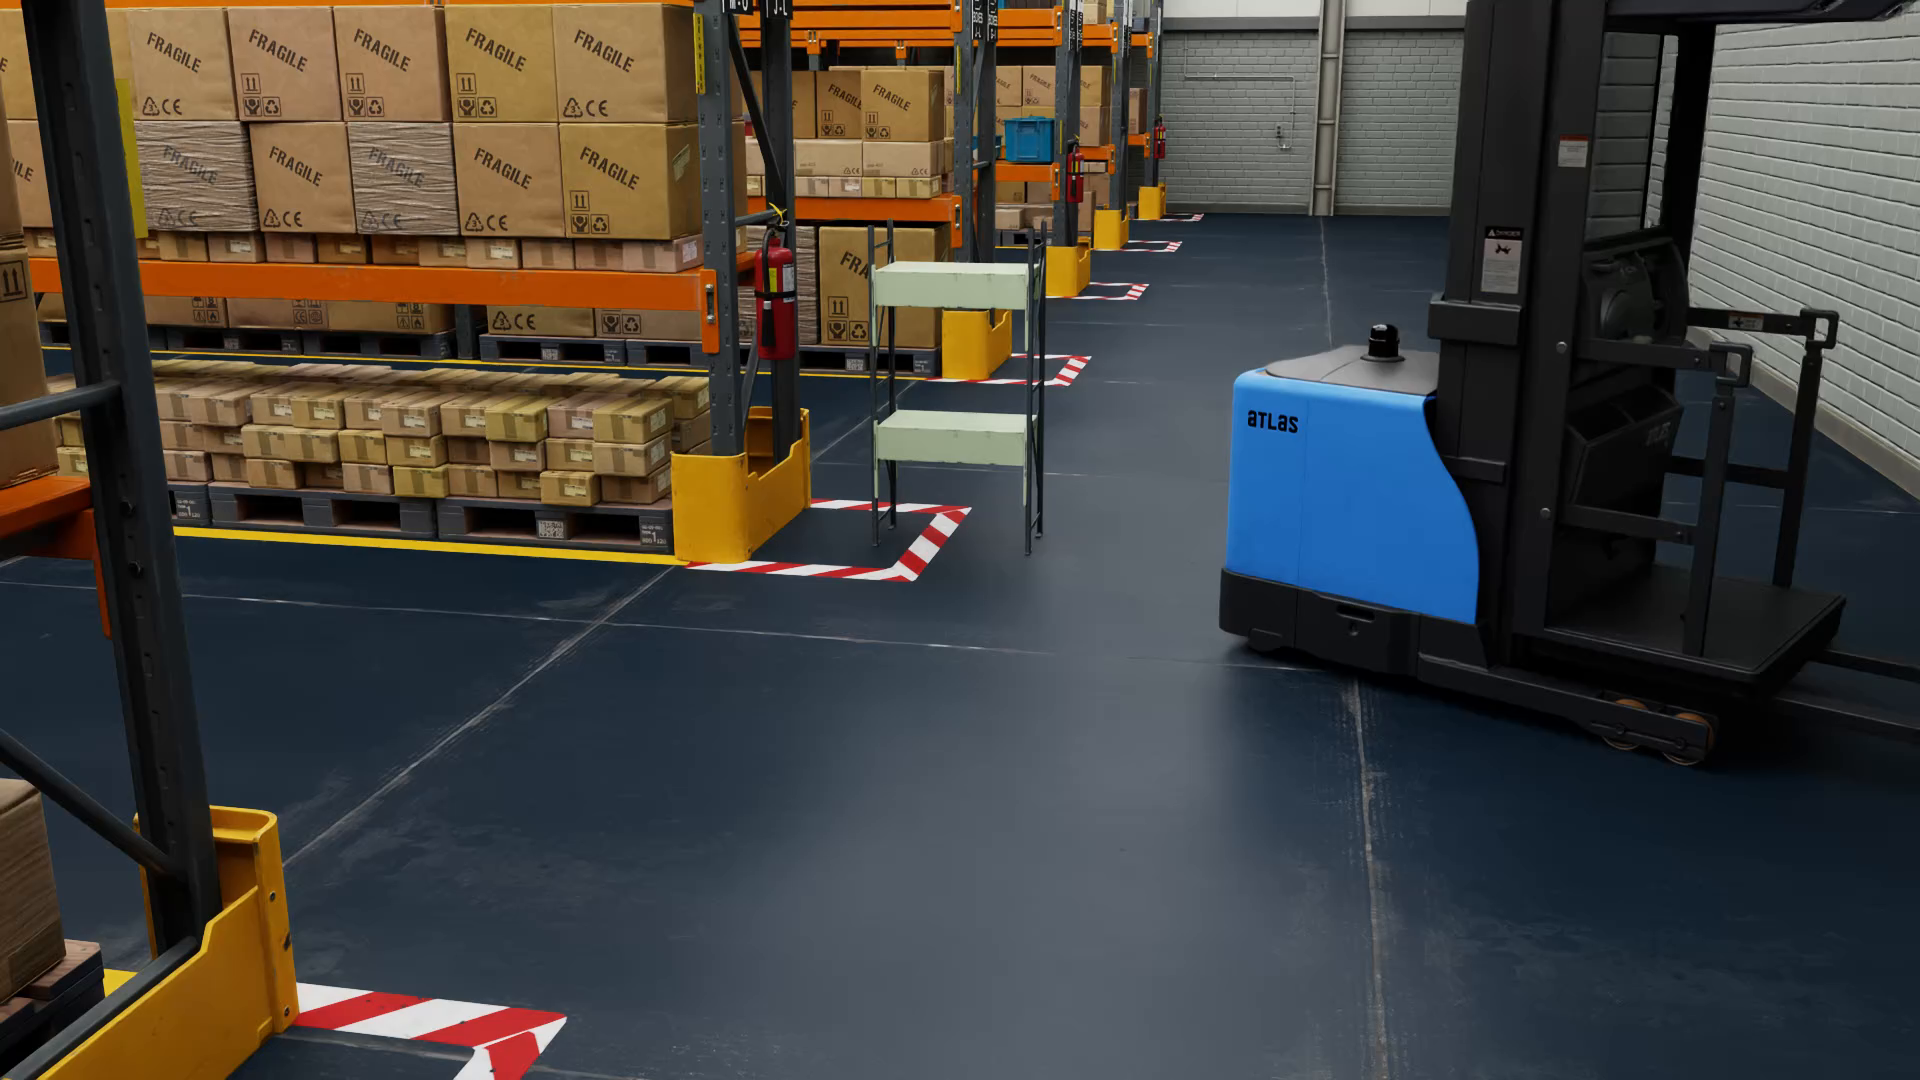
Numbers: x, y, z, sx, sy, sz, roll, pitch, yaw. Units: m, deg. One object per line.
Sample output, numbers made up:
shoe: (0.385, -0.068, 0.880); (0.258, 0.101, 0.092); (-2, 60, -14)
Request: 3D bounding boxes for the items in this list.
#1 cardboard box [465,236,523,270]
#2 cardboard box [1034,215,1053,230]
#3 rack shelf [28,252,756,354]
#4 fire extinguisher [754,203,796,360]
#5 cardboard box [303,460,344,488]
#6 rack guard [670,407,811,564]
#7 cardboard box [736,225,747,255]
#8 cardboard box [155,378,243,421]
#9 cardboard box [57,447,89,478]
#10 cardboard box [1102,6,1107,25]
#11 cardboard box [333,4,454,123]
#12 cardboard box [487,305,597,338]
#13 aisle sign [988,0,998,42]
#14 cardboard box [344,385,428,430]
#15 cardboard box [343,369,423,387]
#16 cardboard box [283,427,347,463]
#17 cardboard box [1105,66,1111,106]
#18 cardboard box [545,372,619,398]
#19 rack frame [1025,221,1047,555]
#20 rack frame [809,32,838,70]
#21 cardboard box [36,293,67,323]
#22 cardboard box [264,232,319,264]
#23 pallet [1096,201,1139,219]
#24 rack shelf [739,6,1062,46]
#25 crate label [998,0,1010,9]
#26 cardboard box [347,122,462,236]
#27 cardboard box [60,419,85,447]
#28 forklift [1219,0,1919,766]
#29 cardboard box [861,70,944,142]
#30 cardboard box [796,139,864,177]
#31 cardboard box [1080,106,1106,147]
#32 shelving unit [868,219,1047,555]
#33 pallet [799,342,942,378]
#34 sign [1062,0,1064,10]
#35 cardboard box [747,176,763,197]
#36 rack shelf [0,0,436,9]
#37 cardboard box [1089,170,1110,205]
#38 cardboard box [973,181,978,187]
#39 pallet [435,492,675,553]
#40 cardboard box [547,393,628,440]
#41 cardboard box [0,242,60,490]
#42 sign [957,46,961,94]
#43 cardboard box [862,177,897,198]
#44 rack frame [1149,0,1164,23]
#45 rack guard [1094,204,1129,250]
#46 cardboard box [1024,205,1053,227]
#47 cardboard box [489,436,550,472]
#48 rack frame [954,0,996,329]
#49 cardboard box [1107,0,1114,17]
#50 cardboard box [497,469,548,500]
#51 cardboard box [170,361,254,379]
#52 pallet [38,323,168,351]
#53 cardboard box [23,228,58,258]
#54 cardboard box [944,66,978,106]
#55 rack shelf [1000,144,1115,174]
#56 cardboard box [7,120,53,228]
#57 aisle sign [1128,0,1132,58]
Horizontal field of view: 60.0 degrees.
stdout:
cardboard box: (-2.087, -1.353, 7.727); (0.250, 0.149, 0.380); (4, 16, 13)
cardboard box: (1.133, -4.230, 22.127); (0.250, 0.166, 0.380); (3, 16, 11)
rack shelf: (-2.932, -1.250, 8.234); (4.000, 0.370, 1.077); (3, 16, 11)
fire extinguisher: (-0.817, -1.139, 7.329); (0.183, 0.674, 0.296); (3, 16, 11)
cardboard box: (-3.047, -0.376, 8.284); (0.250, 0.149, 0.380); (4, 16, 13)
rack guard: (-1.046, -0.290, 8.102); (0.348, 0.500, 1.175); (3, 16, 11)
cardboard box: (-1.224, -1.472, 8.159); (0.250, 0.149, 0.380); (3, 16, 11)
cardboard box: (-3.819, -0.707, 8.365); (0.250, 0.149, 0.380); (3, 16, 10)
cardboard box: (-4.338, -0.414, 8.422); (0.250, 0.149, 0.380); (4, 16, 13)
cardboard box: (1.641, -6.841, 21.731); (0.500, 0.250, 0.500); (3, 16, 11)
cardboard box: (-2.478, -2.175, 7.609); (0.500, 0.500, 0.500); (4, 16, 14)
cardboard box: (-3.173, -2.118, 13.212); (0.875, 0.875, 0.875); (3, 16, 11)
aisle sign: (0.246, -4.110, 12.341); (0.004, 0.787, 0.394); (3, 16, 11)
cardboard box: (-2.806, -0.650, 8.157); (0.250, 0.149, 0.380); (3, 16, 9)
cardboard box: (-2.976, -0.776, 8.612); (0.250, 0.149, 0.380); (3, 16, 11)
cardboard box: (-3.088, -0.493, 8.149); (0.250, 0.149, 0.380); (3, 16, 12)
cardboard box: (1.711, -5.996, 21.960); (0.500, 0.500, 0.500); (4, 16, 13)
cardboard box: (-1.933, -0.752, 8.529); (0.250, 0.149, 0.380); (3, 16, 11)
rack frame: (0.352, -0.704, 7.723); (0.023, 1.500, 0.400); (3, 16, 11)
rack frame: (-1.826, -5.587, 22.541); (0.127, 3.000, 1.000); (3, 16, 11)
cardboard box: (-7.052, -2.344, 14.030); (0.875, 0.875, 1.225); (2, 16, 8)
cardboard box: (-3.107, -1.422, 7.977); (0.250, 0.149, 0.380); (4, 16, 13)
pallet: (2.278, -5.348, 26.904); (1.213, 0.211, 1.003); (3, 16, 11)
rack shelf: (-0.857, -5.283, 17.175); (4.000, 0.370, 1.077); (3, 16, 11)
crate label: (0.263, -5.586, 17.197); (0.502, 0.251, 0.408); (3, 16, 11)
cardboard box: (-2.466, -1.692, 7.736); (0.500, 0.500, 0.500); (3, 16, 11)
cardboard box: (-4.334, -0.582, 8.471); (0.250, 0.149, 0.380); (3, 16, 11)
forklift: (2.461, -0.813, 5.556); (3.031, 2.867, 1.129); (13, 20, 39)
cardboard box: (-0.414, -3.172, 12.144); (0.500, 0.500, 0.500); (3, 16, 12)
cardboard box: (-0.909, -2.837, 12.339); (0.500, 0.250, 0.500); (3, 16, 10)
cardboard box: (1.600, -5.375, 21.588); (0.500, 0.500, 0.500); (4, 16, 13)
shelving unit: (-0.007, -0.723, 7.793); (0.755, 1.500, 0.431); (3, 16, 11)
pallet: (-0.683, -1.461, 12.870); (1.213, 0.211, 1.003); (3, 16, 11)
sign: (1.009, -5.329, 16.187); (0.005, 0.325, 0.100); (3, 16, 11)
cardboard box: (-1.554, -2.662, 12.453); (0.250, 0.149, 0.380); (3, 16, 11)
rack shelf: (-5.764, -4.201, 13.266); (4.000, 0.370, 1.077); (3, 16, 11)
cardboard box: (2.371, -5.679, 26.769); (0.500, 0.500, 0.700); (3, 16, 11)
cardboard box: (0.361, -5.786, 27.157); (0.500, 0.500, 0.700); (3, 16, 11)
pallet: (-1.835, -0.203, 8.330); (1.213, 0.211, 1.003); (3, 16, 11)
cardboard box: (-1.776, -0.596, 7.963); (0.250, 0.149, 0.380); (3, 16, 12)
cardboard box: (-2.272, -0.339, 3.409); (0.500, 0.500, 0.500); (3, 16, 11)
sign: (-0.006, -3.313, 11.722); (0.005, 0.325, 0.100); (3, 16, 11)
cardboard box: (-0.554, -2.608, 12.257); (0.250, 0.149, 0.380); (3, 16, 12)
rack frame: (3.077, -9.561, 25.651); (0.127, 3.000, 1.000); (3, 16, 11)
rack guard: (2.019, -4.173, 22.121); (0.348, 0.500, 1.175); (3, 16, 11)
cardboard box: (1.127, -4.390, 22.549); (0.500, 0.250, 0.500); (3, 16, 11)
cardboard box: (-2.055, -0.443, 7.968); (0.250, 0.149, 0.380); (2, 16, 9)
rack frame: (0.116, -2.783, 12.418); (0.127, 3.000, 1.000); (3, 16, 11)
cardboard box: (2.306, -8.263, 25.892); (0.500, 0.250, 0.500); (4, 16, 13)
cardboard box: (-2.043, -0.316, 8.068); (0.250, 0.149, 0.380); (3, 16, 11)
cardboard box: (-3.987, -0.853, 8.892); (0.250, 0.149, 0.380); (3, 16, 11)
pallet: (-6.966, -1.803, 14.104); (1.213, 0.211, 1.003); (3, 16, 11)
cardboard box: (-4.411, -1.487, 8.212); (0.250, 0.149, 0.380); (4, 16, 13)
cardboard box: (0.095, -5.936, 21.742); (0.500, 0.500, 0.500); (4, 16, 13)
rack shelf: (0.134, -5.134, 22.253); (4.000, 0.370, 1.077); (3, 16, 11)
cardboard box: (-4.456, -1.802, 8.136); (0.500, 0.500, 0.500); (3, 16, 10)
aisle sign: (2.219, -6.700, 21.690); (0.004, 0.787, 0.394); (3, 16, 11)
